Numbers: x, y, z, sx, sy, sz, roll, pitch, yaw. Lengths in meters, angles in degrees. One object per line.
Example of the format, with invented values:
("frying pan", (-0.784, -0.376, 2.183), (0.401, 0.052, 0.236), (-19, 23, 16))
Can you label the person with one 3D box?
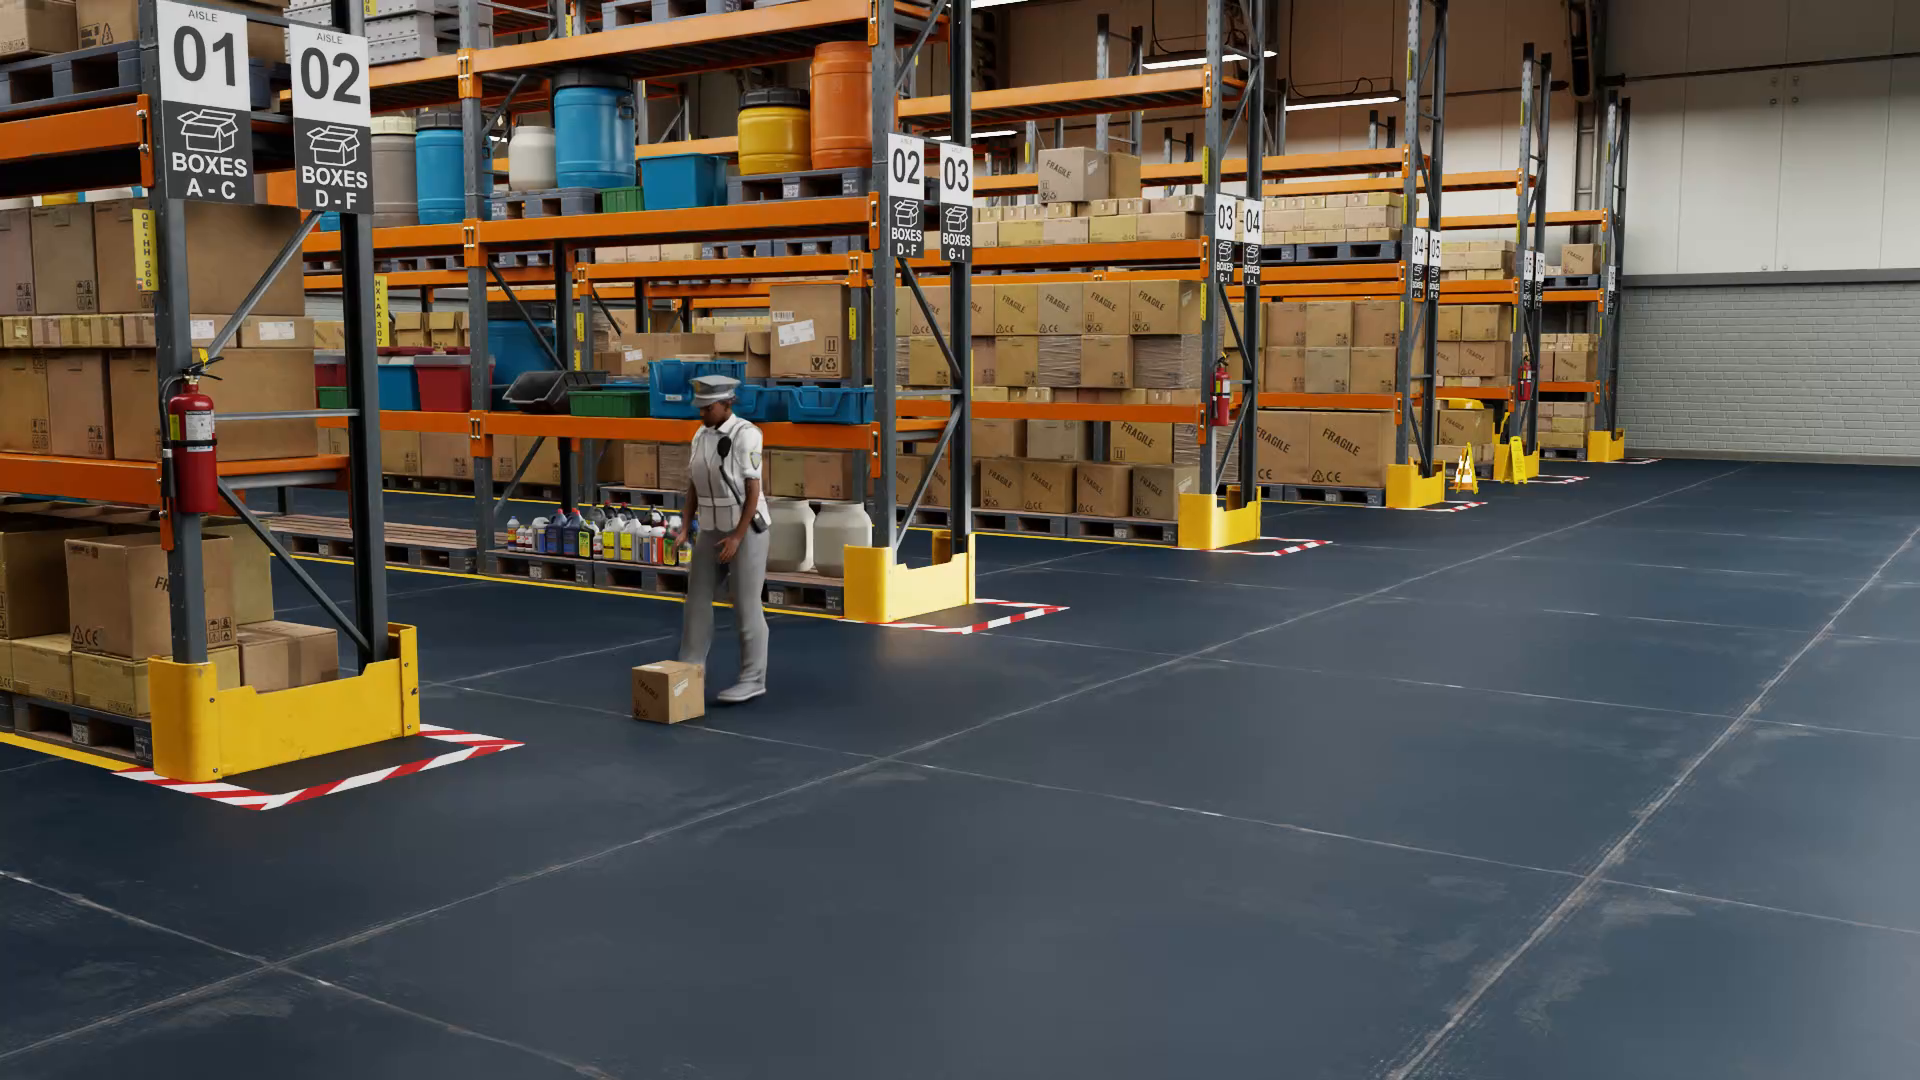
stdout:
("person", (-1.250, -0.002, 8.447), (0.506, 1.658, 0.525), (4, 8, 34))
